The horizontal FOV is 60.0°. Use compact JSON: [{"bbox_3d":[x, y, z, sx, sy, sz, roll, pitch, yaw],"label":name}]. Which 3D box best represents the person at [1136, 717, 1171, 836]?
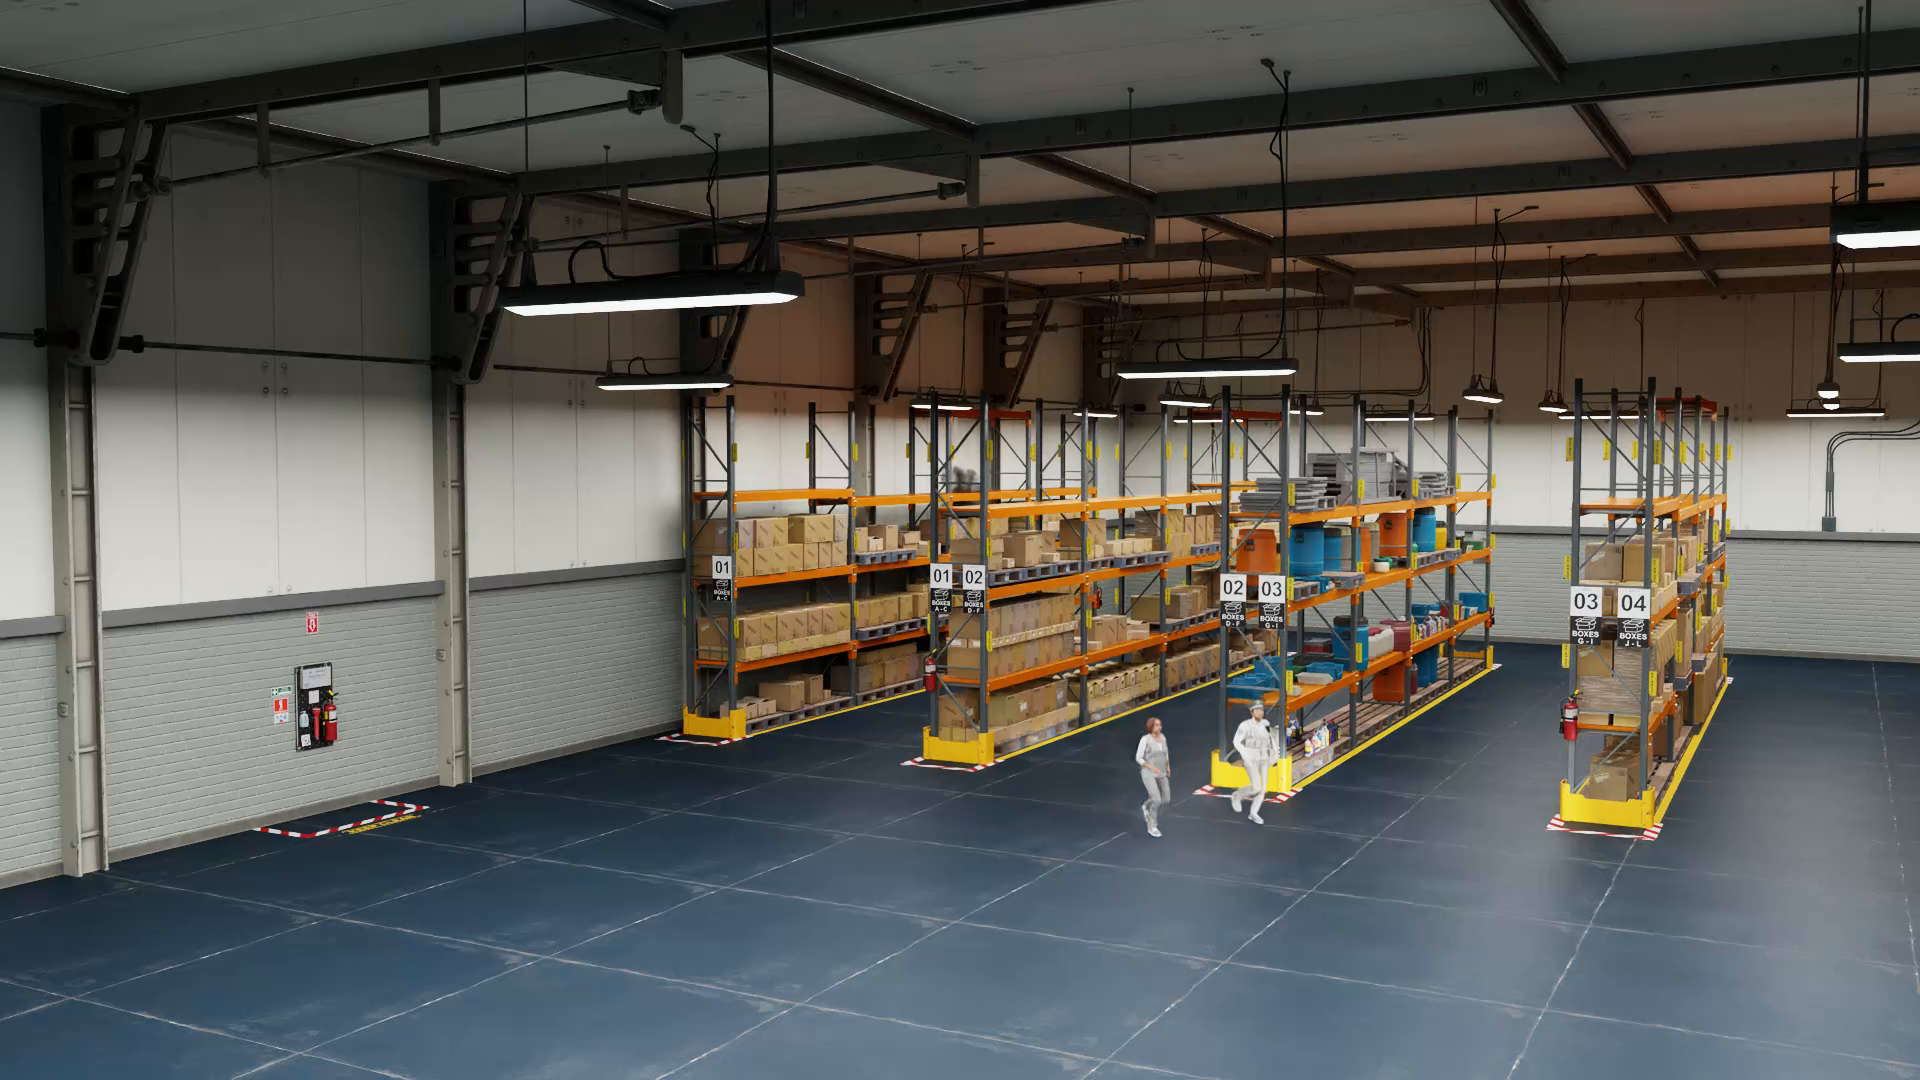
[{"bbox_3d":[2.531,3.089,21.745,0.567,1.535,0.571,-2,4,-33],"label":"person"}]

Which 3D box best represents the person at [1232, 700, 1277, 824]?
[{"bbox_3d":[4.024,2.991,22.612,0.611,1.673,0.592,-1,3,-25],"label":"person"}]
